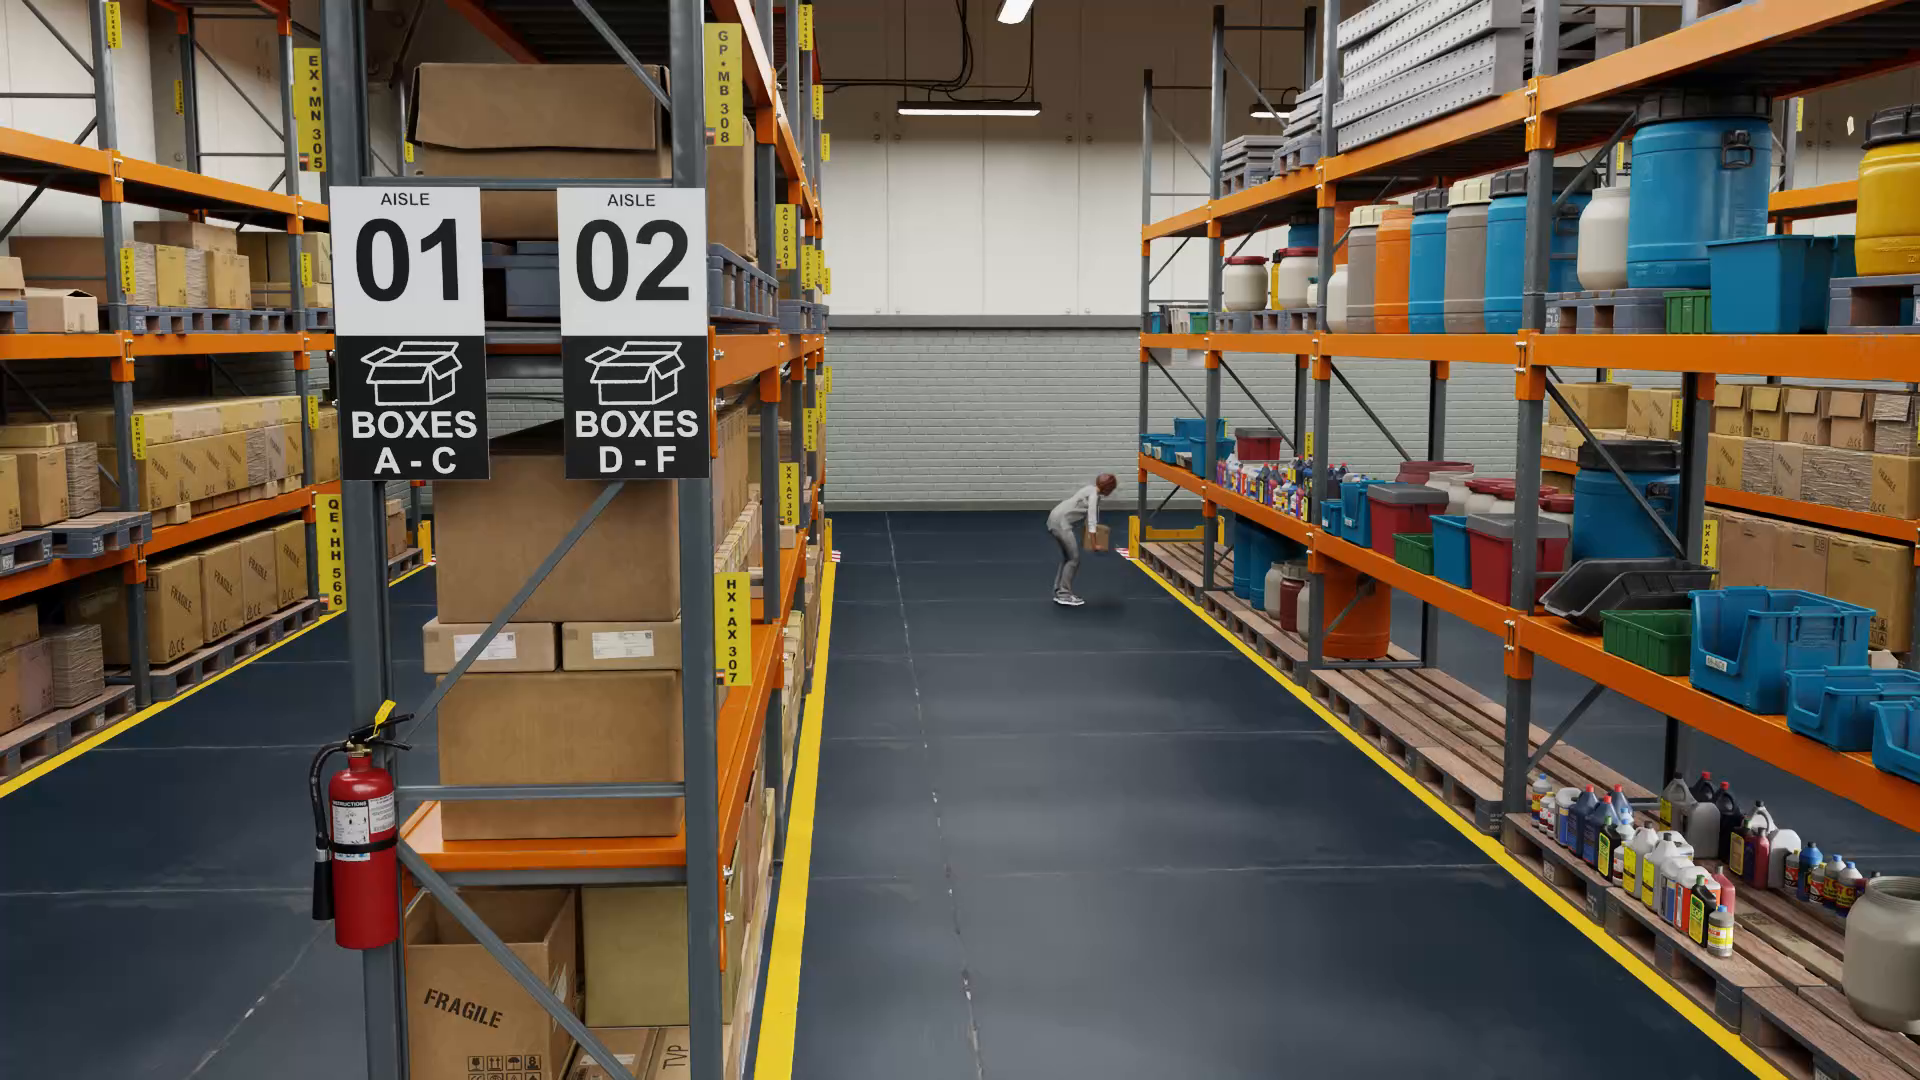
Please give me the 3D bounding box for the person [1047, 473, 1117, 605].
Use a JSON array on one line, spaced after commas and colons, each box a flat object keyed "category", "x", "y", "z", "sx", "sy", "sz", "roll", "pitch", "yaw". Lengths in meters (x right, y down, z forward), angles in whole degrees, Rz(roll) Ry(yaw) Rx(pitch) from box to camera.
[{"category": "person", "x": 1.271, "y": -0.013, "z": 17.350, "sx": 0.737, "sy": 1.370, "sz": 0.374, "roll": -1, "pitch": 7, "yaw": -5}]
